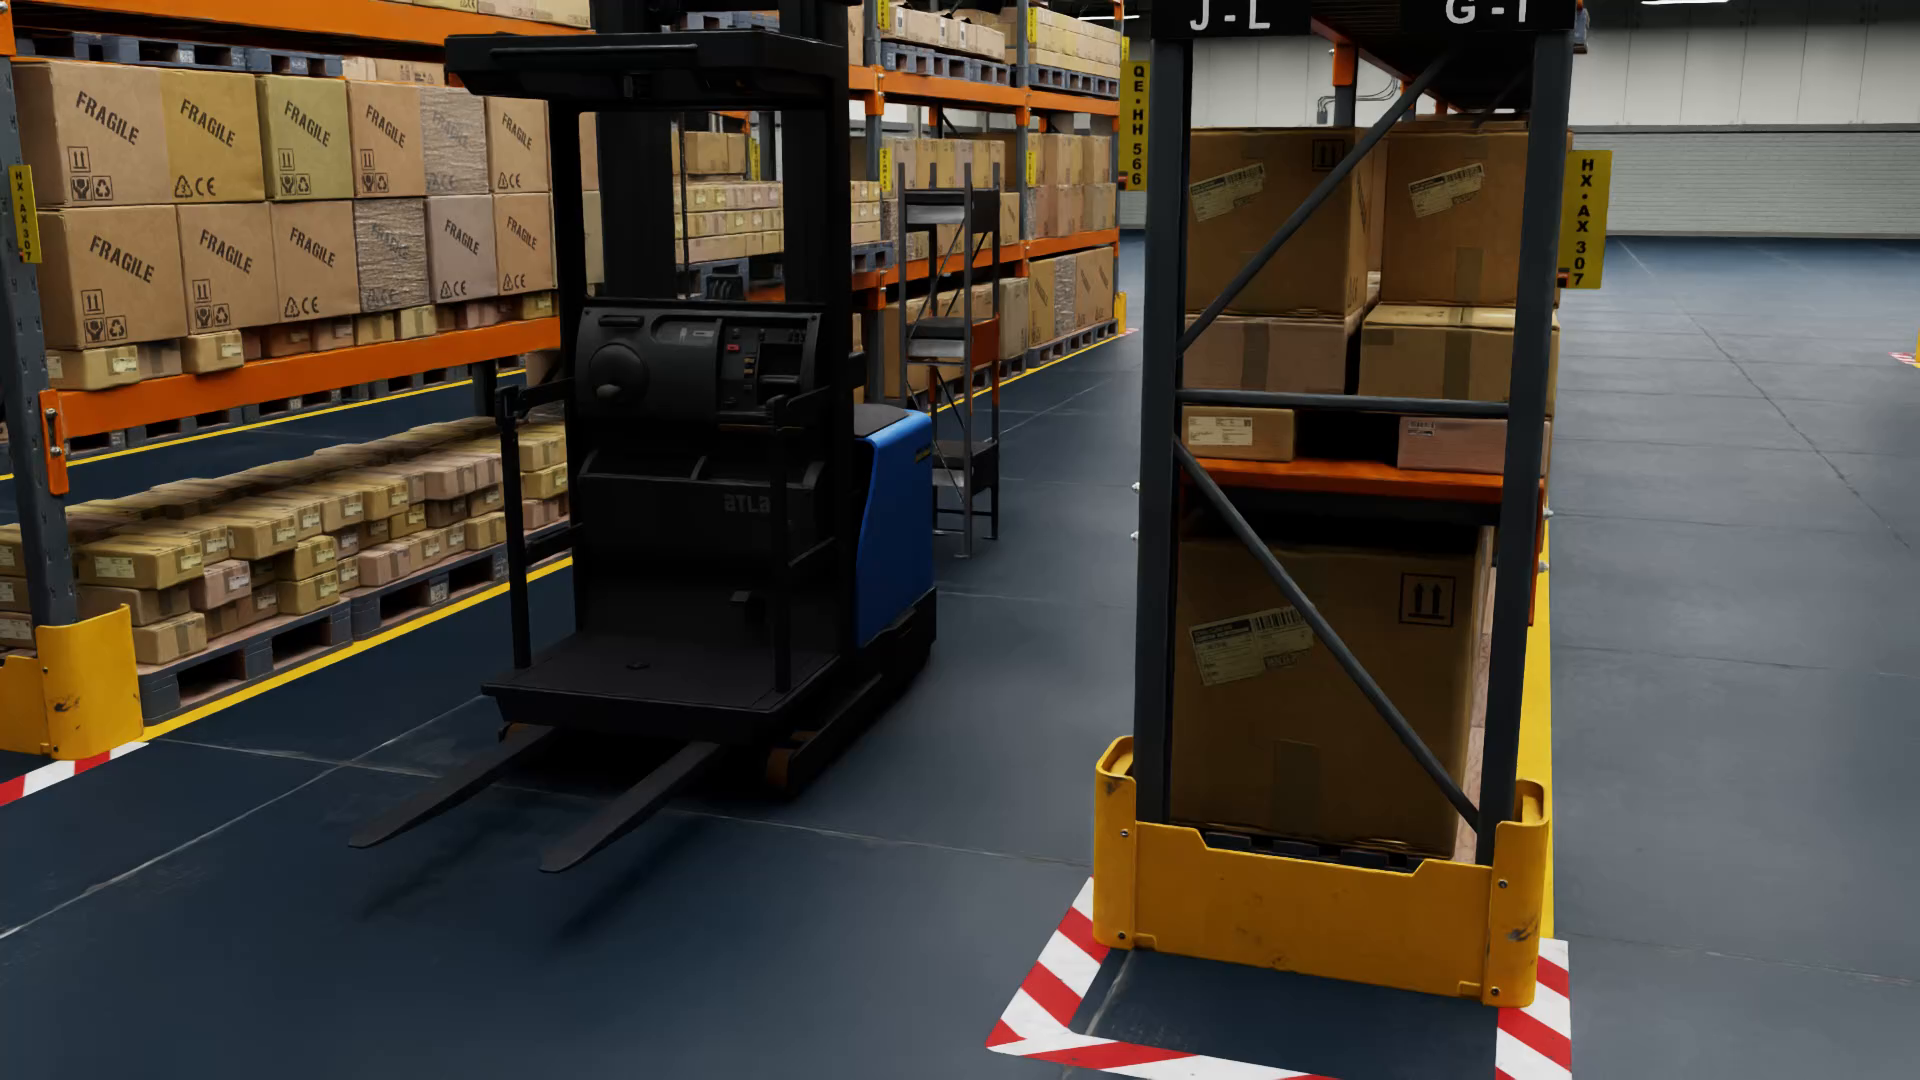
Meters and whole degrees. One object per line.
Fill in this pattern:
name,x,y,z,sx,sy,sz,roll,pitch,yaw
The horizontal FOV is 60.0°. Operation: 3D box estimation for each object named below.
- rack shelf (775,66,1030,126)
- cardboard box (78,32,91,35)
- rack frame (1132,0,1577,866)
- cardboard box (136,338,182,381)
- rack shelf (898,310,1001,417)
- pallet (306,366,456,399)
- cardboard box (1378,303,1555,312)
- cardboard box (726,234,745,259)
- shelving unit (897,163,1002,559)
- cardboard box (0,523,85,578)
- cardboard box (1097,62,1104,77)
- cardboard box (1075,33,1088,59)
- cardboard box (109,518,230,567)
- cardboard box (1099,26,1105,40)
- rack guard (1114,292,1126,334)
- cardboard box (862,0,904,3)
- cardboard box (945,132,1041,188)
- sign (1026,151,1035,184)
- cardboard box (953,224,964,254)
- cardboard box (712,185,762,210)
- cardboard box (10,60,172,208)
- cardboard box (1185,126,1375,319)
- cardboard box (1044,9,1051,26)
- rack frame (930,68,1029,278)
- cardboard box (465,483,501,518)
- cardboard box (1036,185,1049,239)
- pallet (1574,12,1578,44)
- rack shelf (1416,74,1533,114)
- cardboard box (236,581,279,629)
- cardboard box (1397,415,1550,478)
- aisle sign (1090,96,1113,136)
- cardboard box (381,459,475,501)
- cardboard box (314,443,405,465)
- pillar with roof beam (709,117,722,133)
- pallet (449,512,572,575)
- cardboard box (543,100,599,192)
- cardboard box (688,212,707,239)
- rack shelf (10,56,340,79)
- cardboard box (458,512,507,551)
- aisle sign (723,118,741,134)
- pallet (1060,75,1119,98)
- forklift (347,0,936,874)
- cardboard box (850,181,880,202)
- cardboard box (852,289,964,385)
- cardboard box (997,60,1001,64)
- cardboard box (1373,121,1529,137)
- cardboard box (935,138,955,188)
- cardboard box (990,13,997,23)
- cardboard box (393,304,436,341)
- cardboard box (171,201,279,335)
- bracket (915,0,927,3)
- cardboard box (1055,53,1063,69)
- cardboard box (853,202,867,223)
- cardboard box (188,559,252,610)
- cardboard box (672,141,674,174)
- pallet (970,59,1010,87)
rack shelf,-0.456,-3.941,14.888,1.077,0.370,4.000,4,14,18
cardboard box,-6.644,-3.863,12.513,0.380,0.166,0.250,6,14,23
rack frame,0.968,-0.345,4.260,1.000,3.000,0.127,4,14,18
cardboard box,-3.234,-0.702,6.389,0.380,0.149,0.250,5,14,20
rack shelf,-0.054,-0.976,9.105,0.431,0.518,0.480,4,14,18
pallet,-5.566,-1.548,15.796,1.003,0.211,1.213,4,14,18
cardboard box,1.541,-0.609,5.082,0.500,0.250,0.500,4,14,18
cardboard box,-1.584,-1.862,10.525,0.380,0.149,0.250,4,14,19
shelving unit,-0.054,-0.989,9.102,0.431,2.100,0.503,4,14,18
cardboard box,-3.760,0.042,6.690,0.380,0.149,0.250,5,14,19
cardboard box,1.451,-5.431,19.197,0.380,0.149,0.250,4,14,19
cardboard box,1.101,-5.440,18.341,0.500,0.250,0.500,4,14,19
cardboard box,-3.226,0.019,6.790,0.380,0.149,0.250,5,14,19
cardboard box,1.450,-5.818,19.101,0.380,0.149,0.250,5,14,19
rack guard,1.493,-2.879,20.977,1.175,0.500,0.348,4,14,18
cardboard box,-0.806,-4.559,14.586,0.500,0.500,0.500,4,14,18
cardboard box,0.343,-3.925,17.180,0.875,0.550,0.550,4,14,18
sign,0.707,-3.739,16.705,0.100,0.325,0.005,4,14,18
cardboard box,-0.214,-2.850,15.009,0.500,0.500,0.500,4,14,18
cardboard box,-1.500,-2.207,10.701,0.380,0.149,0.250,4,14,18
cardboard box,-3.296,-1.480,6.092,0.500,0.500,0.500,4,14,18
cardboard box,0.877,-0.904,4.692,0.500,0.500,0.500,5,14,19
cardboard box,0.712,-5.338,16.999,0.380,0.149,0.250,4,14,18
rack frame,0.191,-3.250,16.987,1.000,3.000,0.127,4,14,18
cardboard box,-2.583,-0.220,8.506,0.380,0.149,0.250,5,14,20
cardboard box,0.455,-3.519,17.829,0.875,0.550,0.550,4,14,18
pallet,3.040,-3.025,9.683,1.003,0.211,1.213,5,14,21
rack shelf,4.204,-3.562,13.231,1.077,0.370,4.000,4,14,18
cardboard box,-3.139,0.260,7.069,0.380,0.149,0.250,5,14,19
cardboard box,1.396,-0.274,4.511,0.380,0.149,0.250,5,14,19
aisle sign,1.792,-5.353,20.359,0.394,0.787,0.004,4,14,18
cardboard box,-2.619,-0.297,8.175,0.380,0.149,0.250,4,13,16
cardboard box,-3.108,-0.398,8.618,0.380,0.149,0.250,5,14,20
pillar with roof beam,-1.051,-9.844,32.394,9.100,9.000,0.400,4,14,18
pallet,-2.582,-0.062,9.287,1.003,0.211,1.213,4,14,18
cardboard box,-2.294,-2.129,8.933,0.500,0.500,0.500,4,13,16
cardboard box,-1.753,-1.898,10.013,0.380,0.149,0.250,4,13,17
rack shelf,-6.467,-3.434,12.667,1.077,0.370,4.000,4,14,18
cardboard box,-2.537,-0.056,8.454,0.380,0.149,0.250,4,14,18
aisle sign,-2.937,-5.687,21.822,0.394,0.787,0.004,4,14,18
pallet,1.255,-5.355,19.666,1.003,0.211,1.213,4,14,18
forklift,-1.000,-0.621,5.766,1.129,2.867,3.031,4,13,16
cardboard box,-0.828,-2.644,12.615,0.380,0.149,0.250,4,13,16
cardboard box,-0.542,-1.822,14.842,1.050,0.750,0.750,5,14,19
cardboard box,-3.616,-3.698,13.310,4.969,0.909,11.472,4,13,17
cardboard box,2.462,-1.860,8.419,0.797,0.503,0.637,4,13,17
cardboard box,-0.457,-3.360,14.998,0.700,0.500,0.500,4,14,18
cardboard box,0.171,-5.438,17.437,0.380,0.149,0.250,4,14,18
cardboard box,-2.706,-1.032,7.833,0.380,0.149,0.250,5,14,20
cardboard box,-3.136,-1.107,6.702,0.500,0.500,0.500,4,14,19
bracket,-1.041,-14.322,43.926,0.235,0.232,0.430,4,14,18
cardboard box,0.875,-5.056,17.552,0.380,0.149,0.250,4,13,18
cardboard box,-0.917,-2.442,12.399,0.380,0.149,0.250,5,14,21
cardboard box,-3.138,0.171,6.792,0.380,0.149,0.250,4,14,18
cardboard box,-3.804,-4.553,19.556,0.700,0.500,0.500,4,13,17
pallet,-0.059,-4.423,15.813,0.805,0.209,1.217,4,13,16
